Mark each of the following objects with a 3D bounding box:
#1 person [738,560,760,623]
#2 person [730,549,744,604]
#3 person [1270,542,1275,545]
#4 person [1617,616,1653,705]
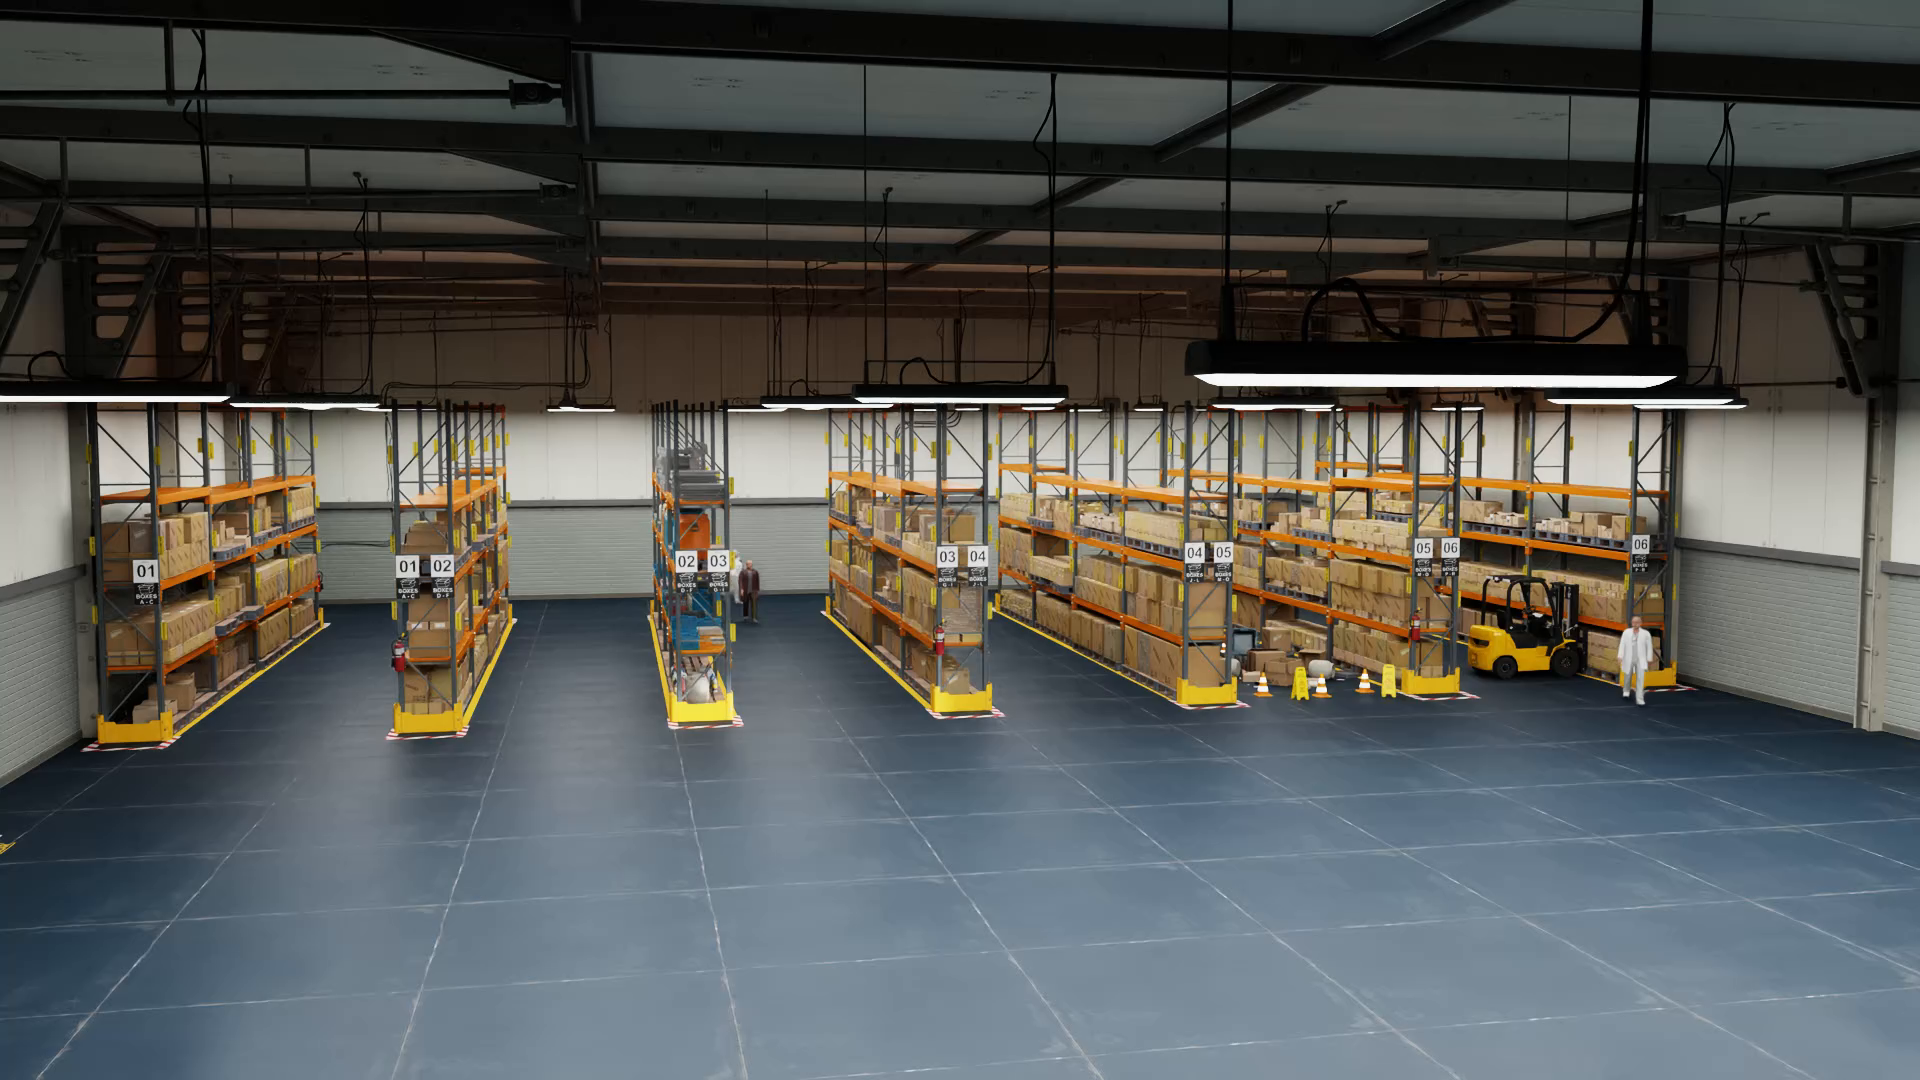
[{"bbox_3d":[-5.783,1.409,45.657,0.603,1.715,1.168,-1,4,-14],"label":"person"},{"bbox_3d":[-6.862,1.089,50.434,0.743,1.636,0.491,2,5,24],"label":"person"},{"bbox_3d":[9.816,0.918,52.180,1.017,1.748,0.538,-1,5,-18],"label":"person"},{"bbox_3d":[13.361,2.373,32.926,0.662,1.701,1.202,1,5,17],"label":"person"}]
